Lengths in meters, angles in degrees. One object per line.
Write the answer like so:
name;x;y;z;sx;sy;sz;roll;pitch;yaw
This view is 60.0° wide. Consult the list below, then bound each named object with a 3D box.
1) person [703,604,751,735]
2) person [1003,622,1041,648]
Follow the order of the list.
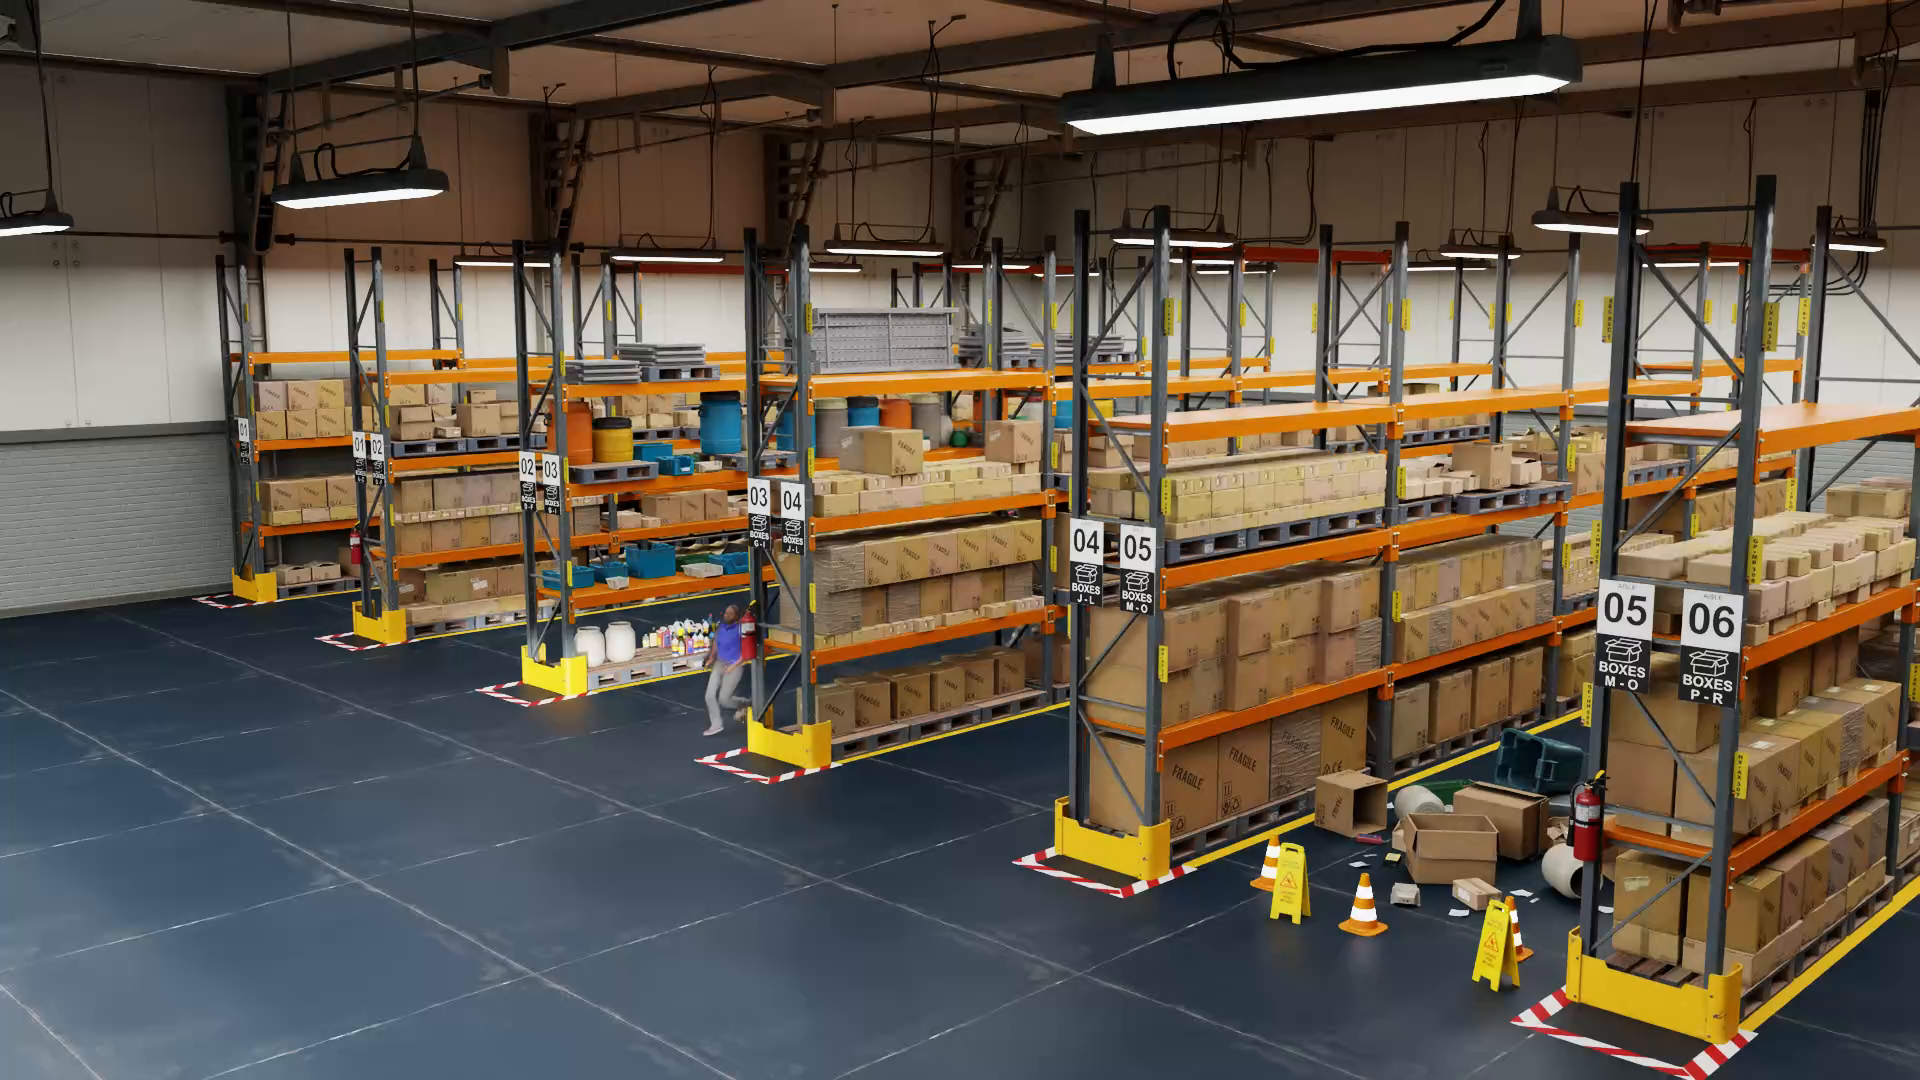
person;-2.748;1.556;20.055;0.597;1.612;0.636;6;10;37
person;0.890;0.631;23.630;0.661;1.823;0.921;6;10;37
